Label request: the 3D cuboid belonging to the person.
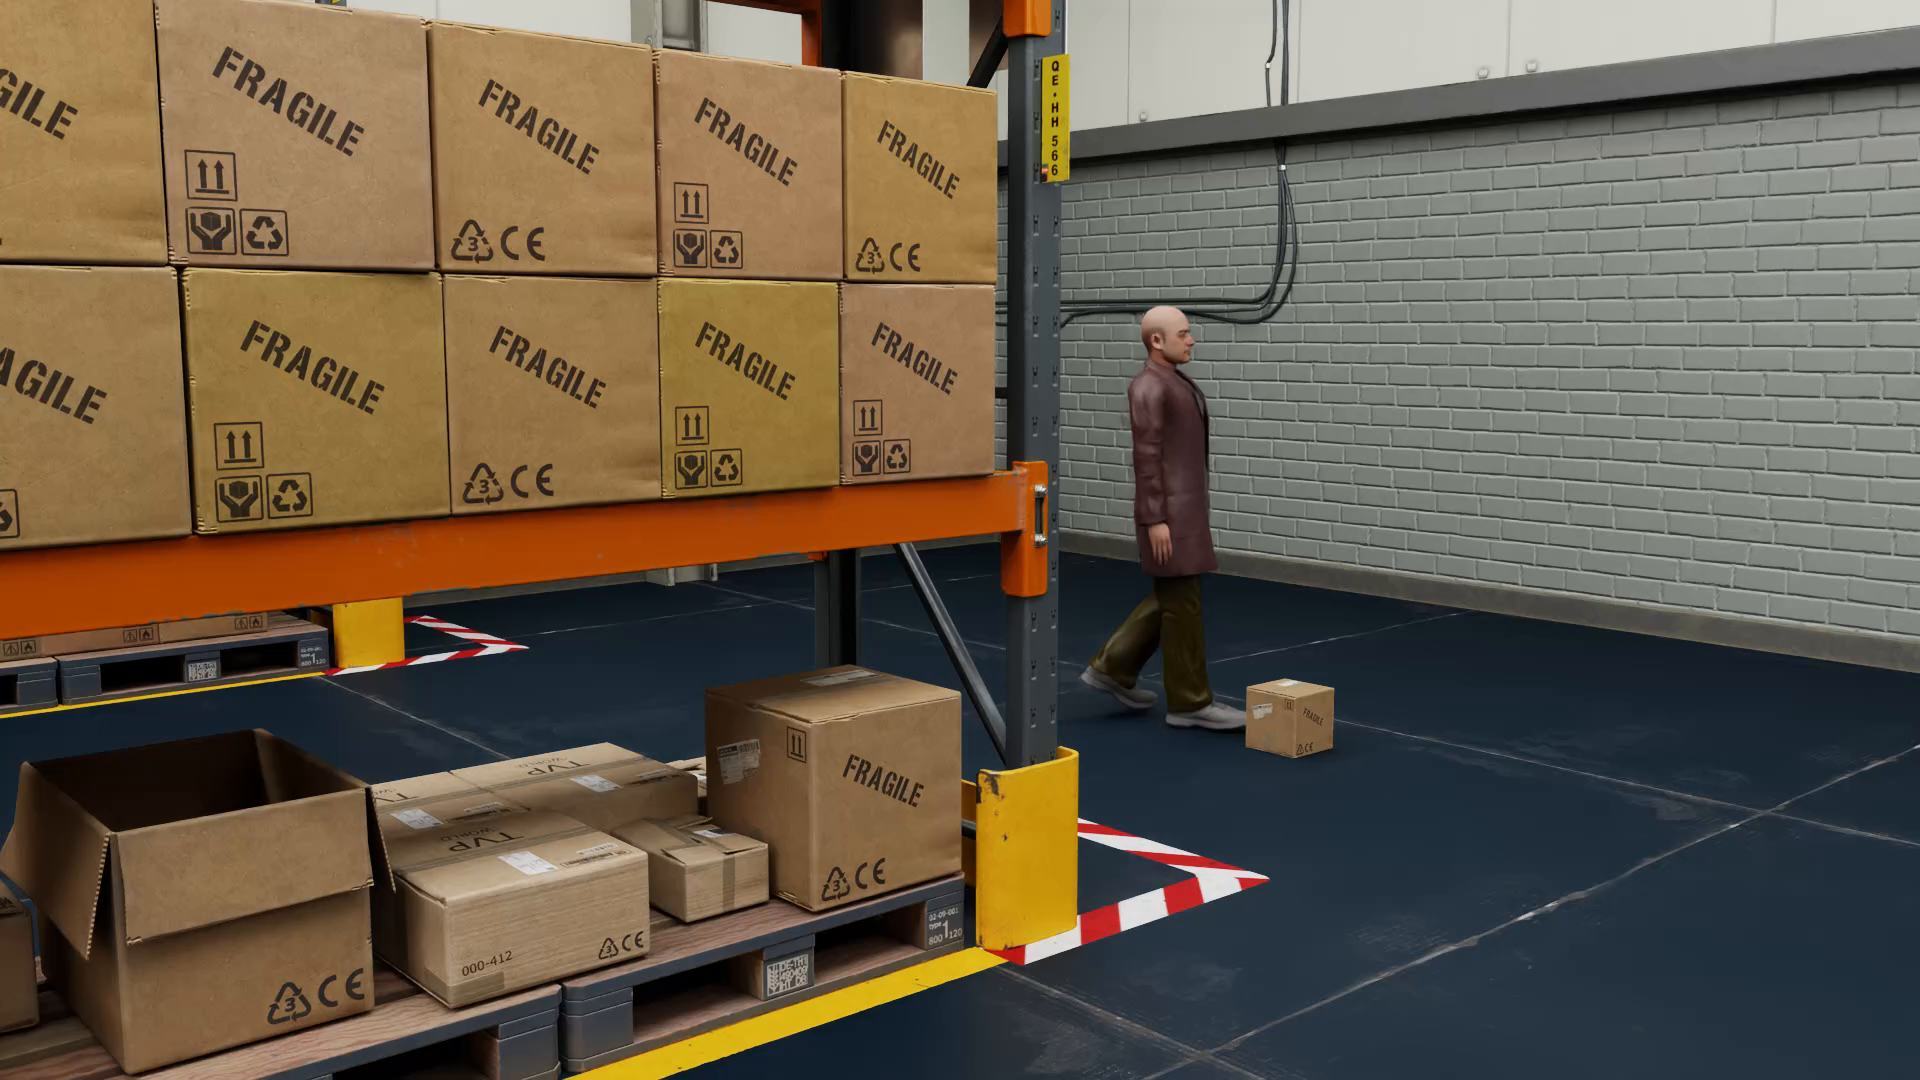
[{"bbox_3d":[0.880,-0.098,7.051,0.757,1.773,0.602,2,7,14],"label":"person"}]
